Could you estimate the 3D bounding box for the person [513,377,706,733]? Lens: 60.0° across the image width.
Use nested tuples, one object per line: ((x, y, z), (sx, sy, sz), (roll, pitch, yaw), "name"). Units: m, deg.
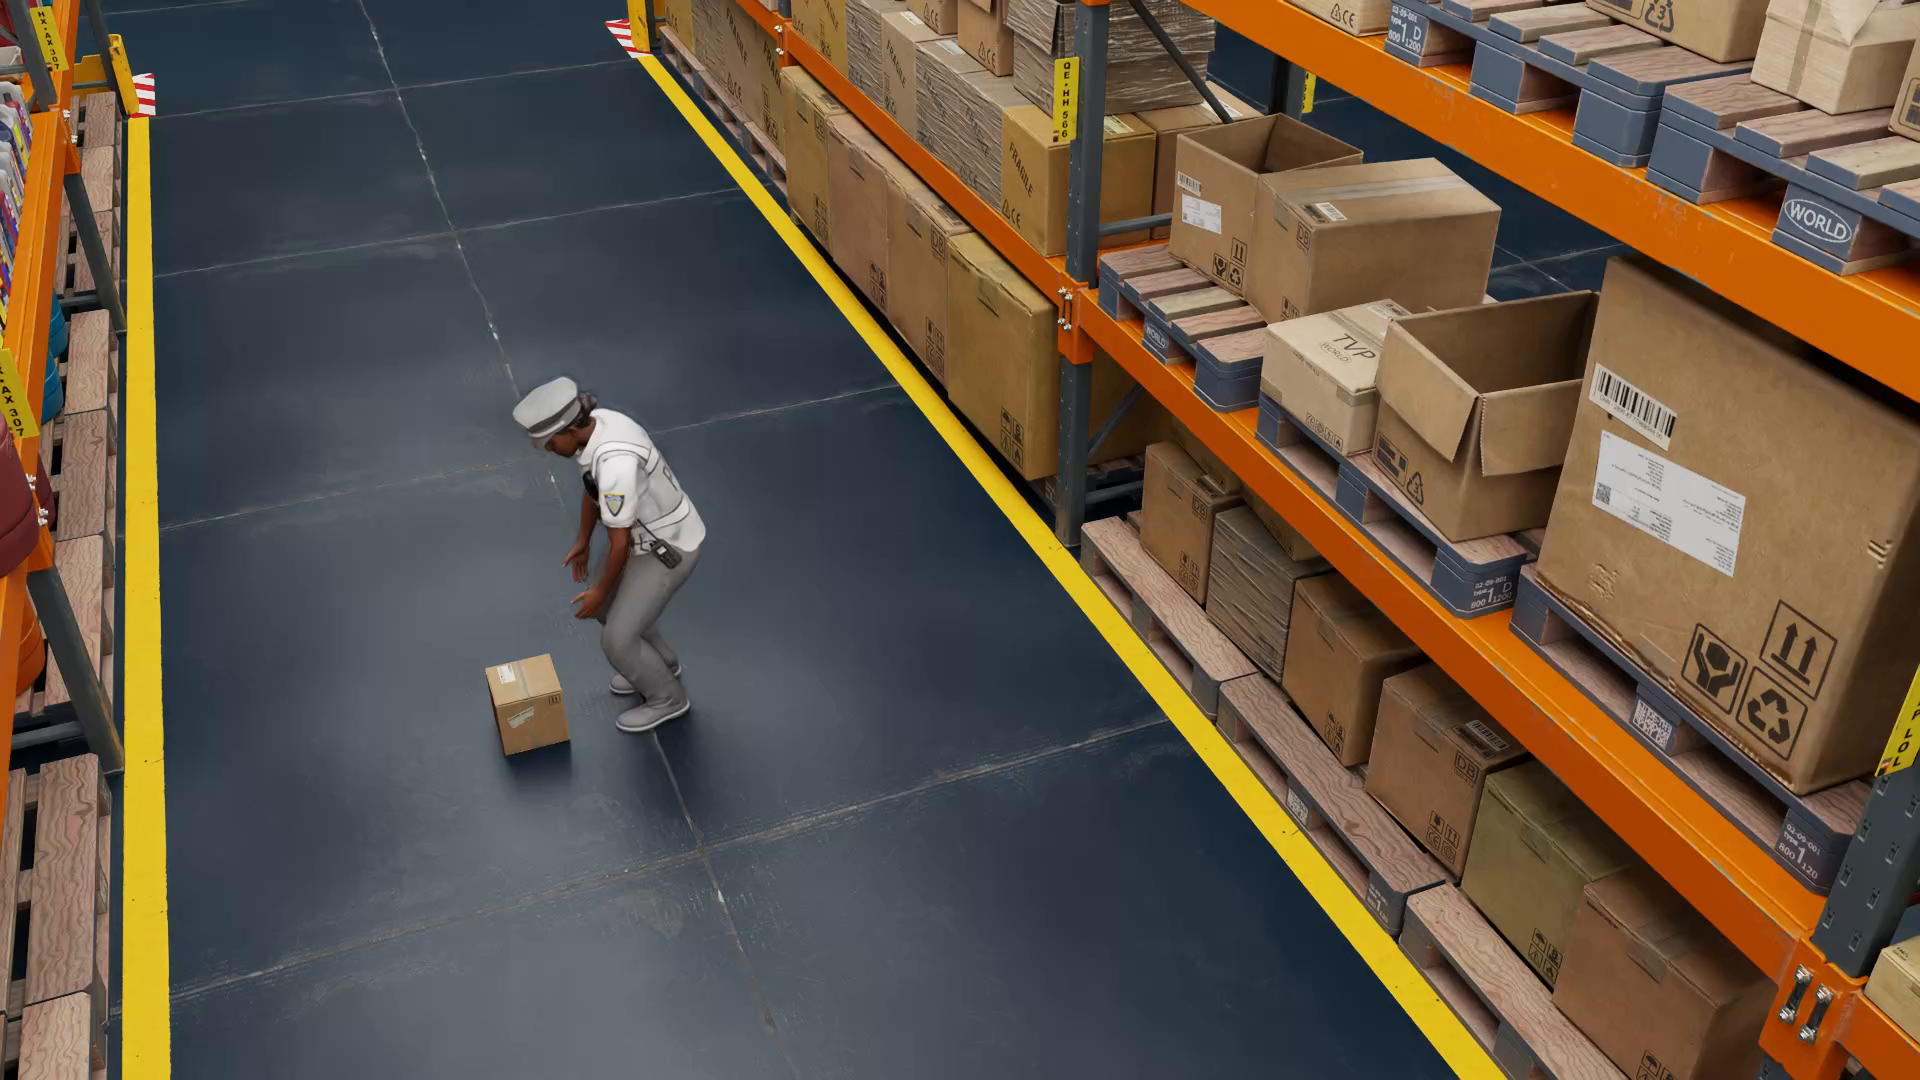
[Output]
((-1.261, 0.054, 6.231), (0.628, 1.487, 0.490), (-13, 36, -18), "person")
